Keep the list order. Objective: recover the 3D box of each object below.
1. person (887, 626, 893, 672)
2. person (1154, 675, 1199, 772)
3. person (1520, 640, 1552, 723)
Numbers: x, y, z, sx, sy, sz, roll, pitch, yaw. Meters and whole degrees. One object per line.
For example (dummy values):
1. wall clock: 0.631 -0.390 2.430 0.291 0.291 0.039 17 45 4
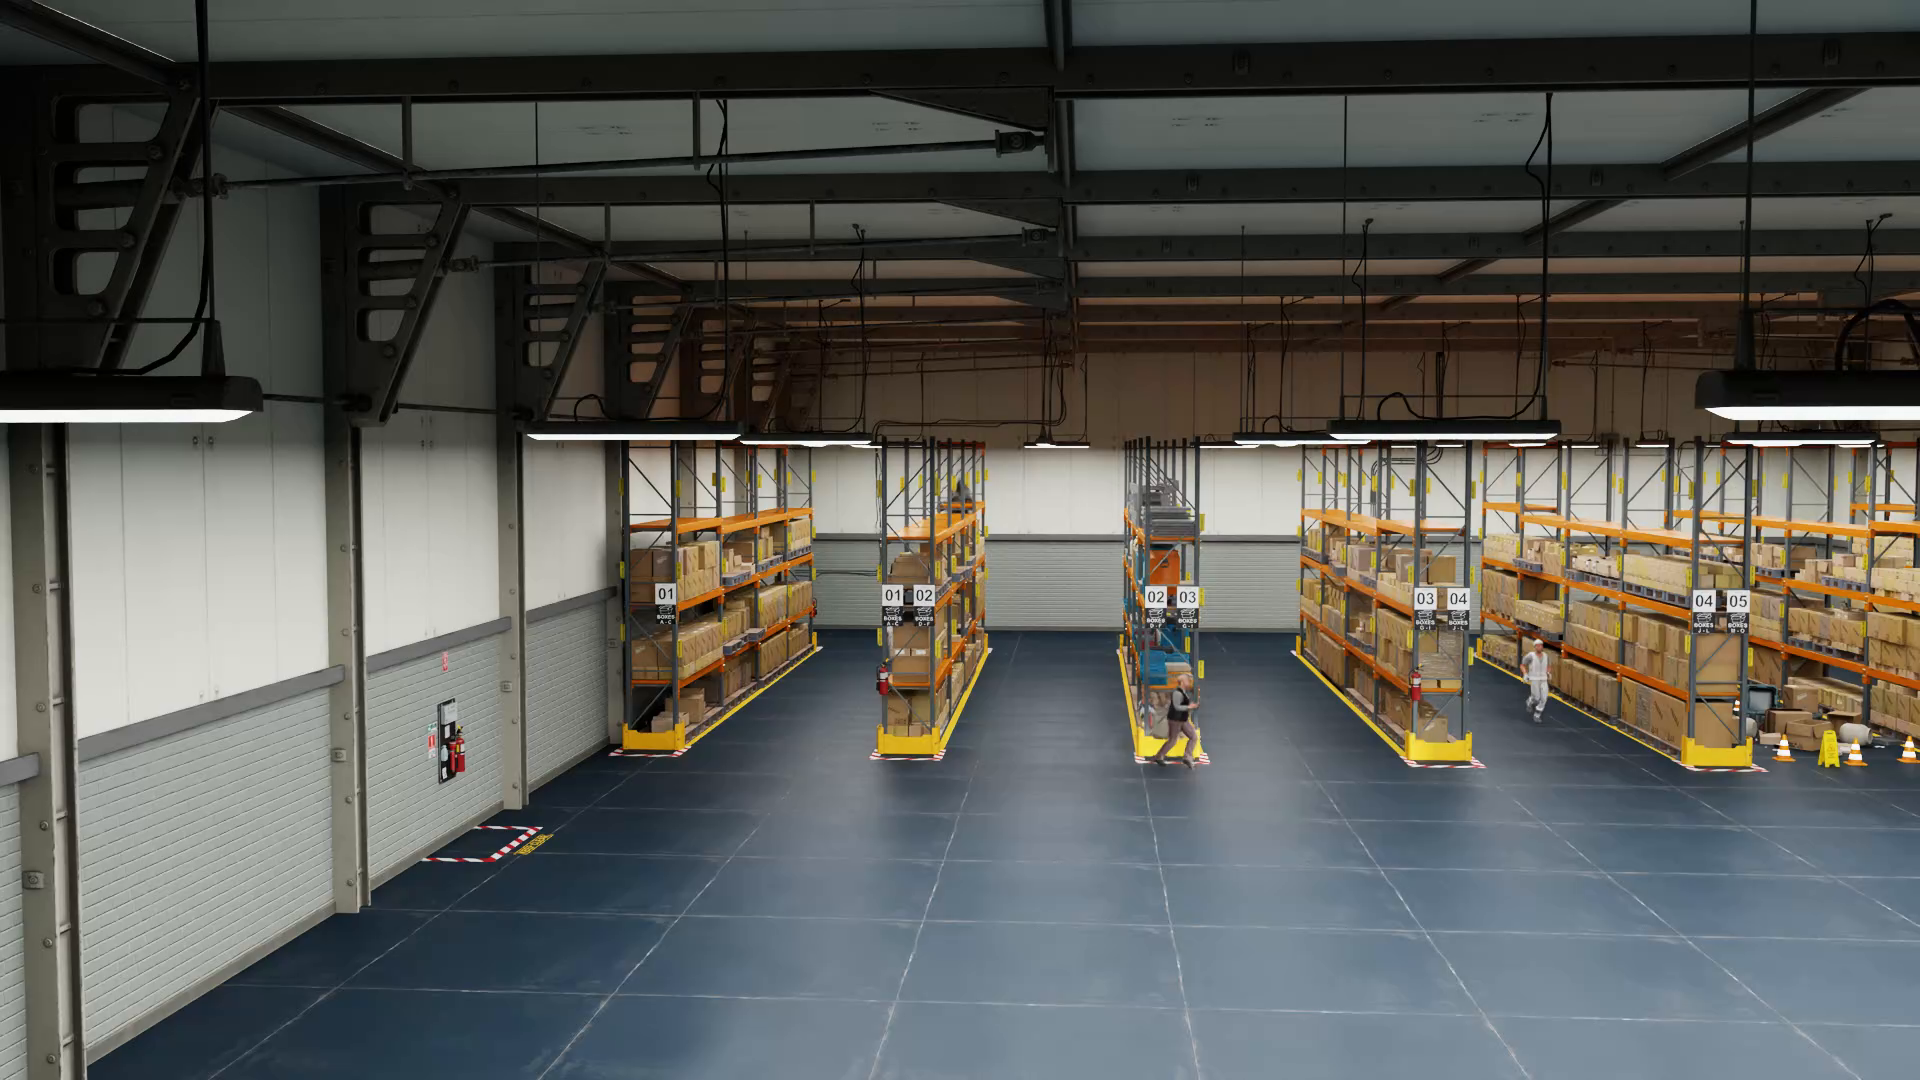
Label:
1. person: -1.628 2.683 42.044 0.617 1.640 0.587 0 3 -2
2. person: 3.883 3.277 29.775 0.846 1.757 0.678 1 3 24
3. person: 12.246 2.979 35.257 0.671 1.748 0.596 0 3 -4
